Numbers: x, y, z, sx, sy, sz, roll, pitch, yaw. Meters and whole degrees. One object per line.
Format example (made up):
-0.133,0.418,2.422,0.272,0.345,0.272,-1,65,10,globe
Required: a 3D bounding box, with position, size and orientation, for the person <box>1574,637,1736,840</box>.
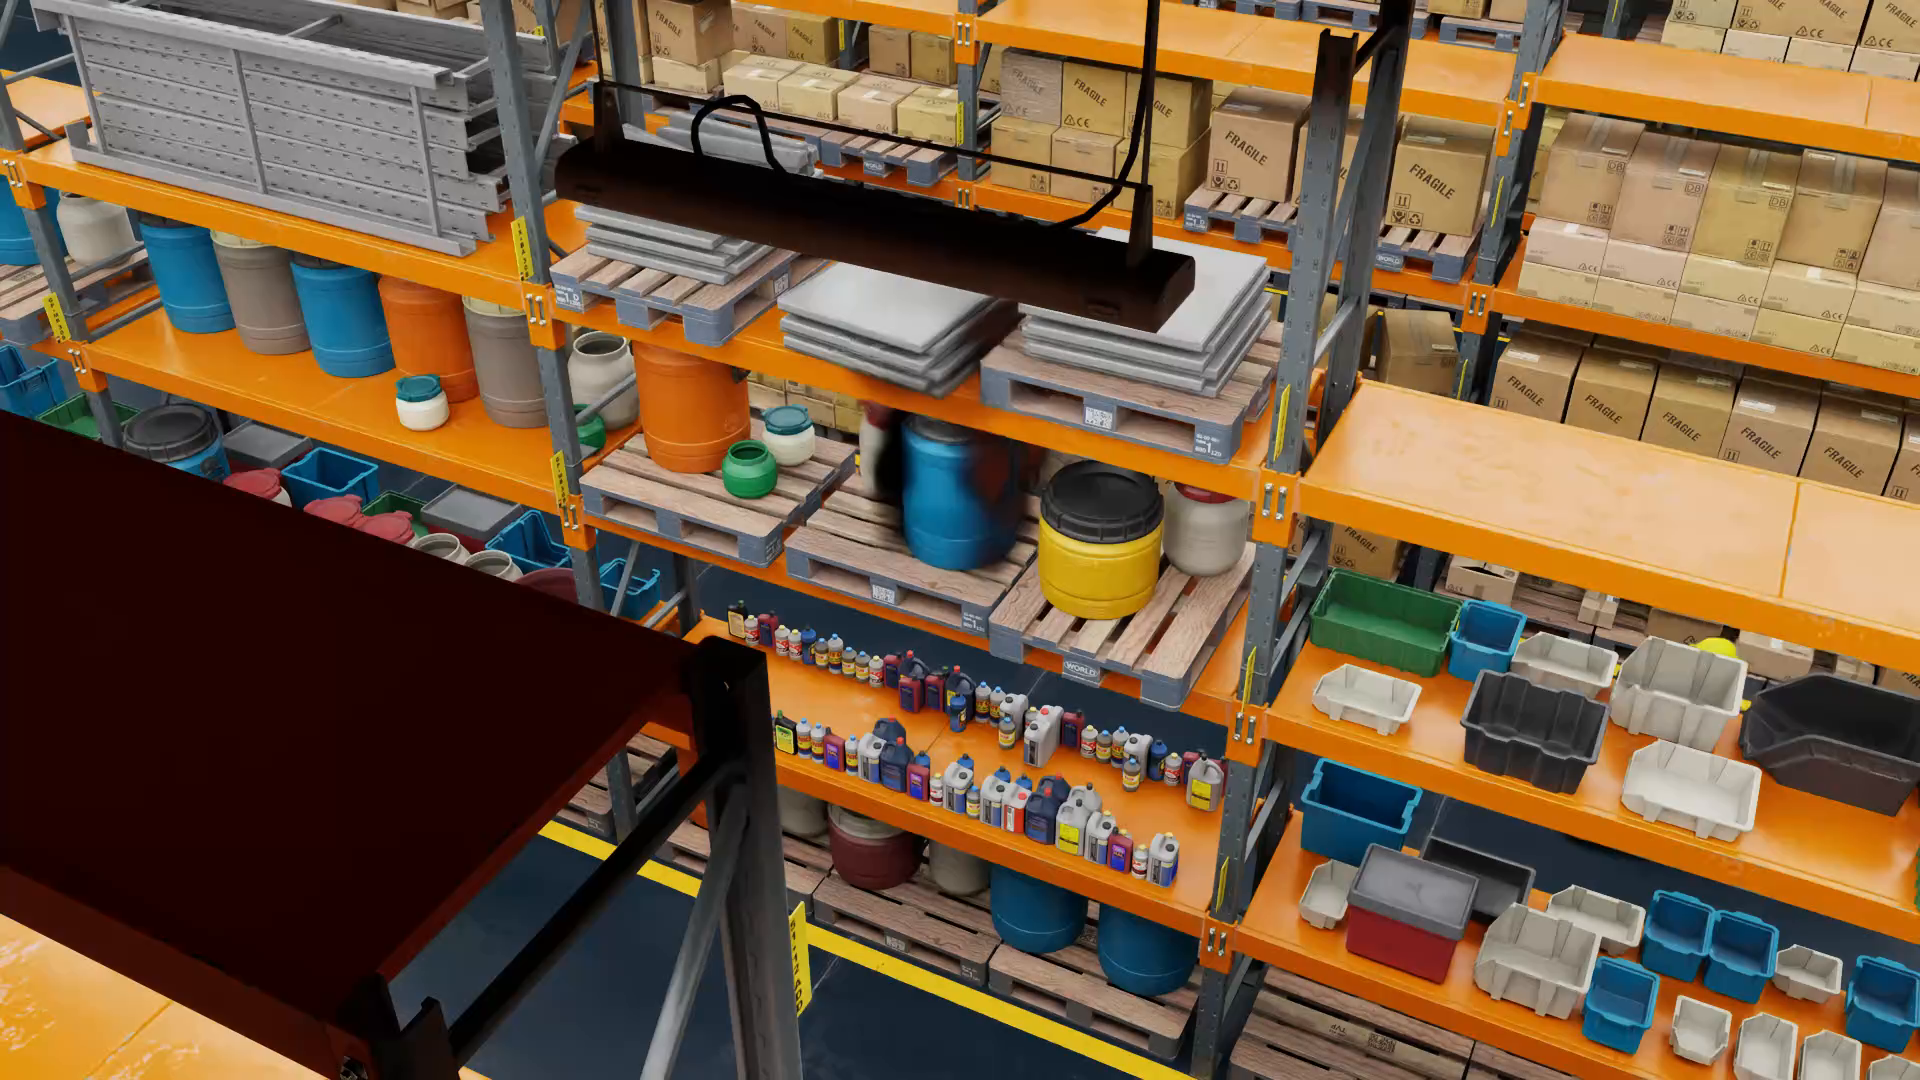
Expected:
4.504,1.297,10.530,0.989,1.730,0.574,12,37,16,person
